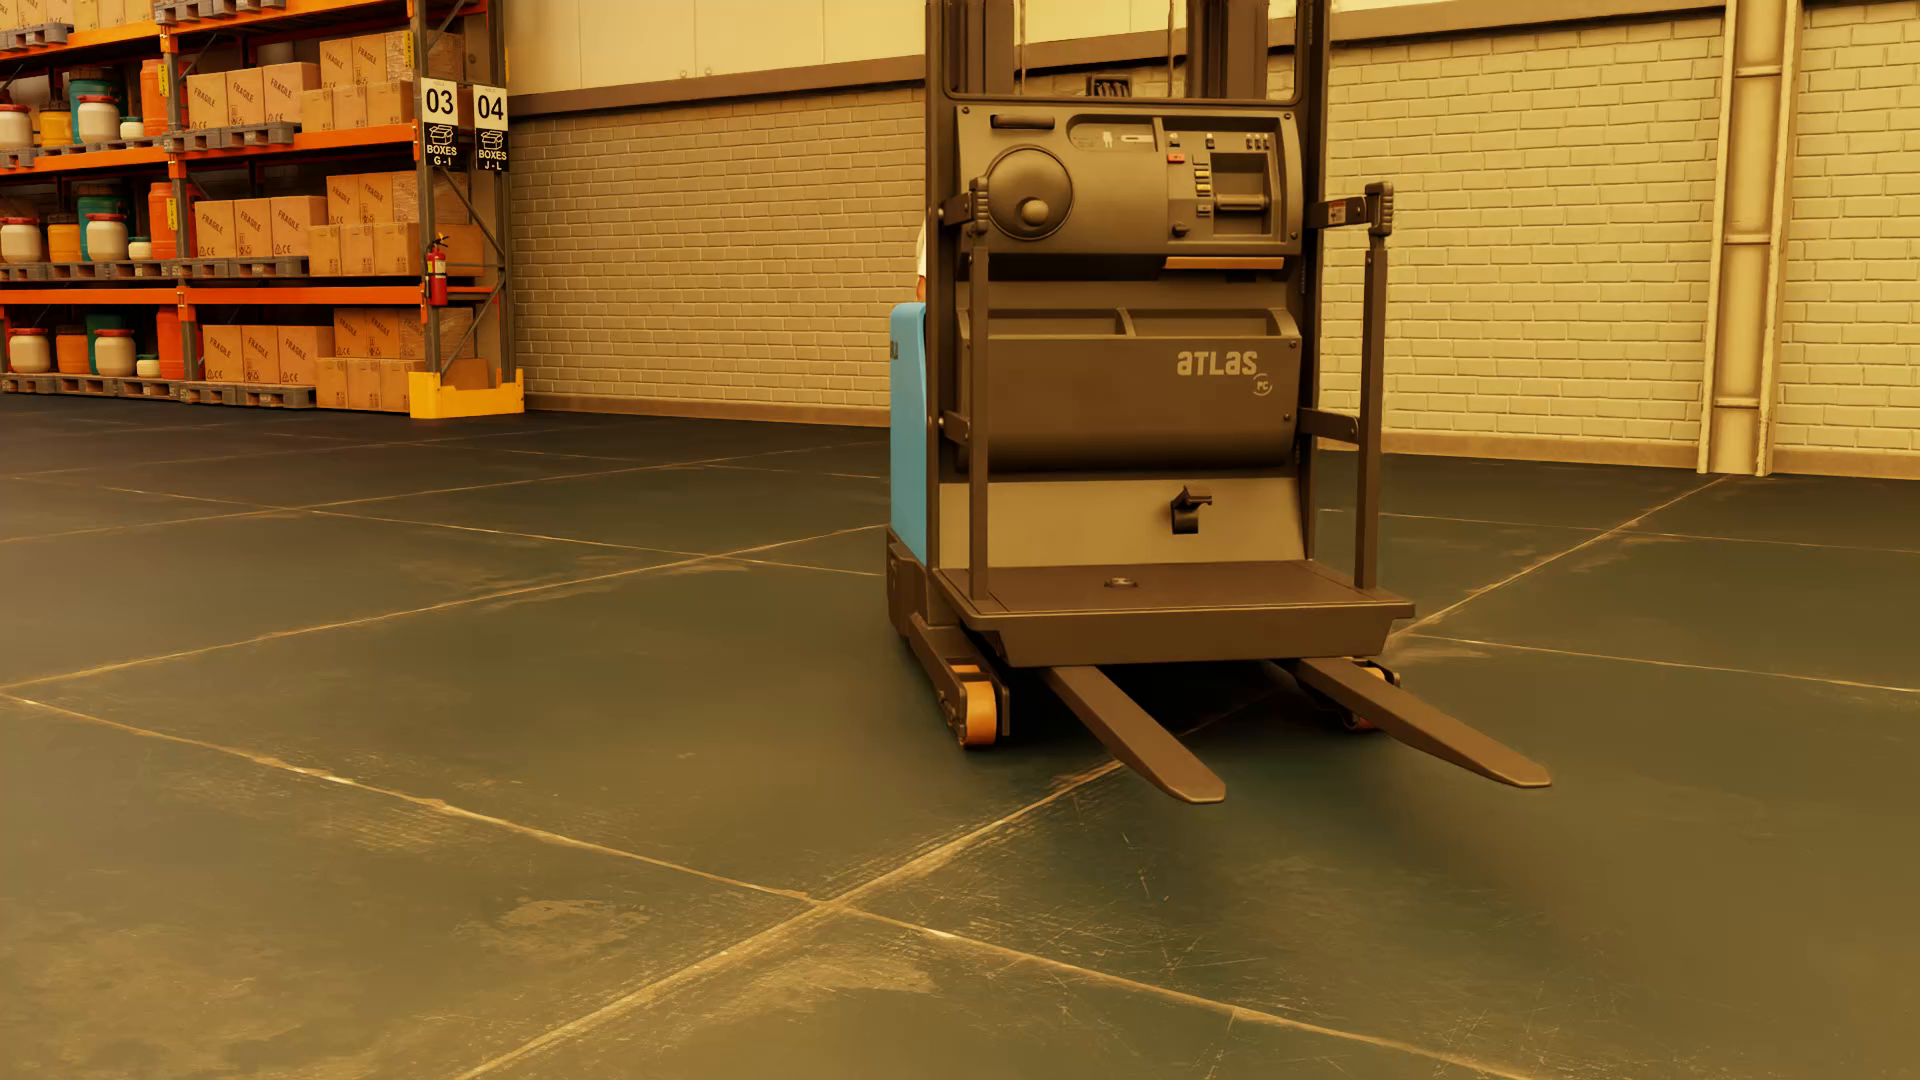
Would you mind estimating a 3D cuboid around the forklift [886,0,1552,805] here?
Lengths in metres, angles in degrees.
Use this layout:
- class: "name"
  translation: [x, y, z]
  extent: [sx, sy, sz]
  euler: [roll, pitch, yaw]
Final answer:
- class: "forklift"
  translation: [0.490, -0.999, 4.218]
  extent: [1.130, 2.935, 3.031]
  euler: [-1, 8, -9]

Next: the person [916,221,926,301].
- class: "person"
  translation: [0.038, -0.867, 7.465]
  extent: [0.460, 1.760, 0.626]
  euler: [5, 10, 32]
